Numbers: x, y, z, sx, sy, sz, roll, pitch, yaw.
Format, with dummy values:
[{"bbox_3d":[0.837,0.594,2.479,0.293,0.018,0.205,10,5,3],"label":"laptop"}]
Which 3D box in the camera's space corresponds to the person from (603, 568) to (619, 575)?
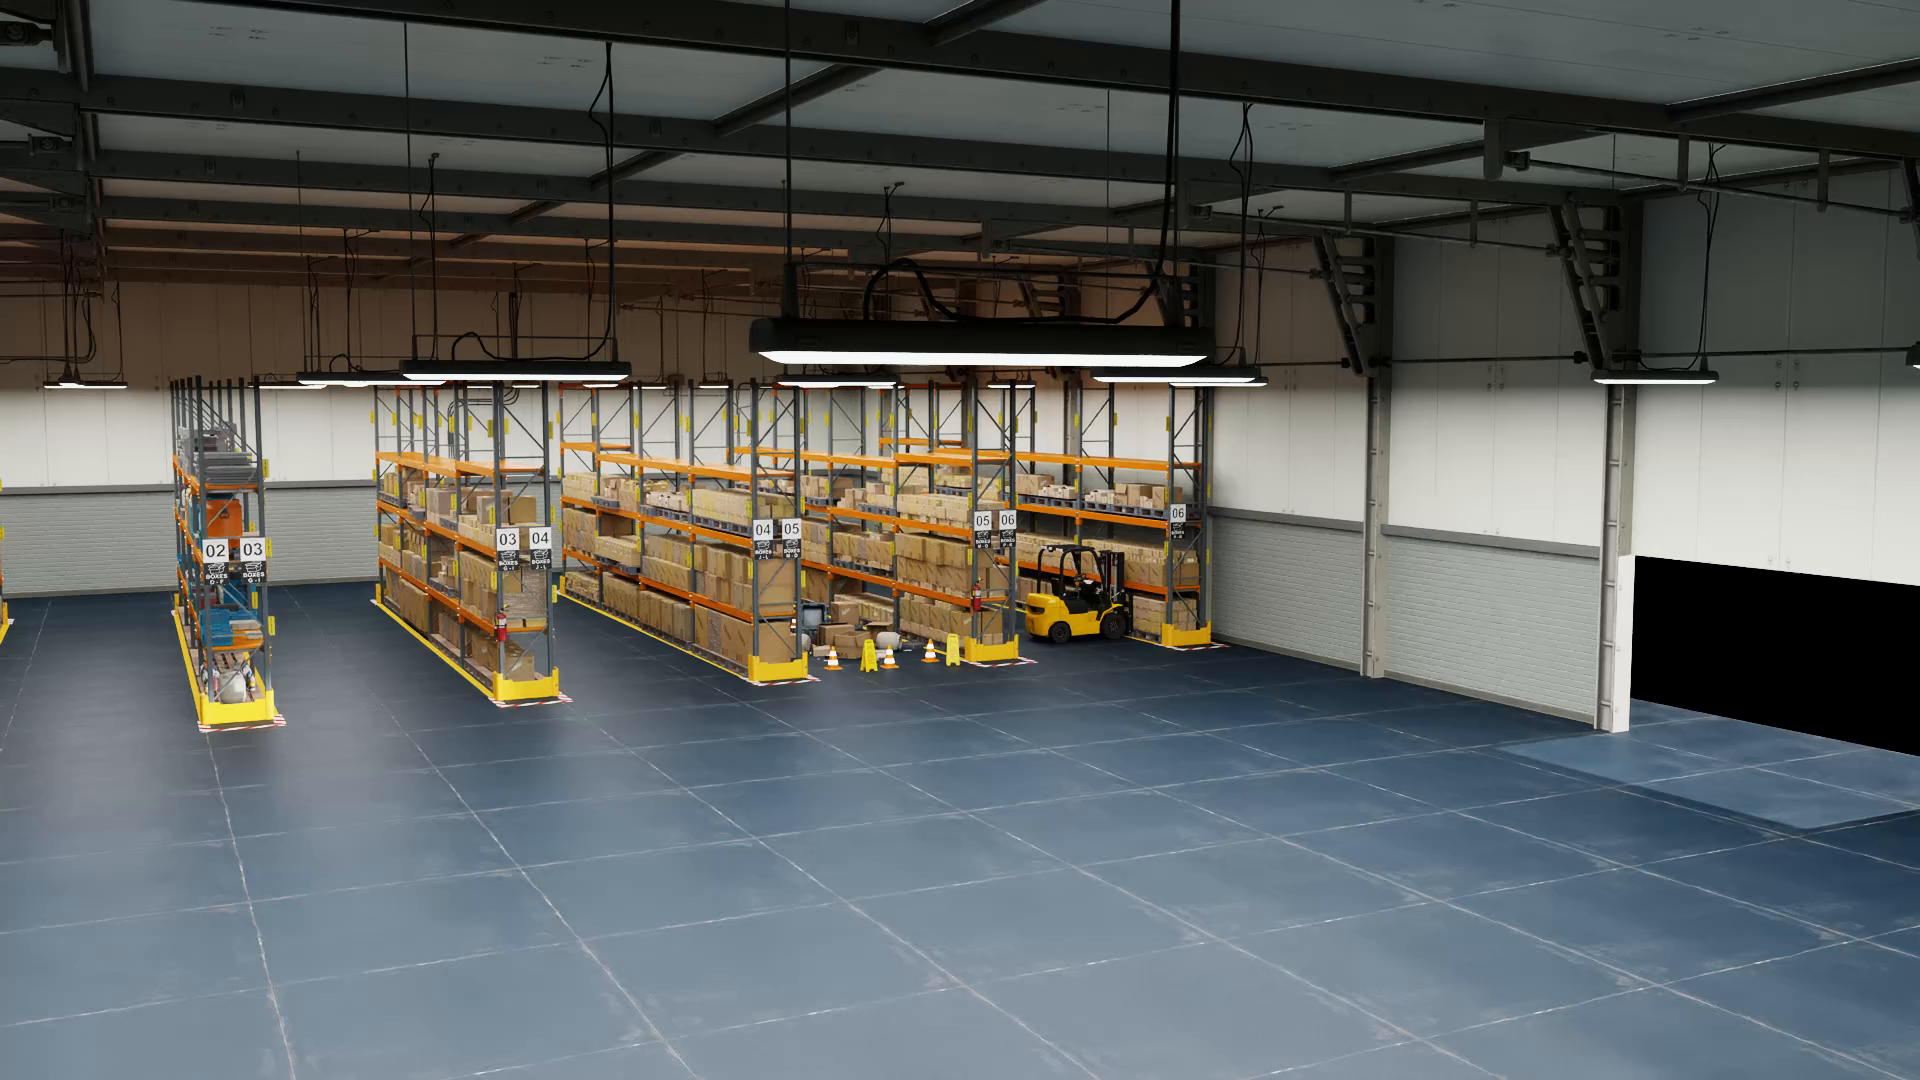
[{"bbox_3d":[-10.408,0.558,48.905,0.496,1.673,0.716,1,5,10],"label":"person"}]
